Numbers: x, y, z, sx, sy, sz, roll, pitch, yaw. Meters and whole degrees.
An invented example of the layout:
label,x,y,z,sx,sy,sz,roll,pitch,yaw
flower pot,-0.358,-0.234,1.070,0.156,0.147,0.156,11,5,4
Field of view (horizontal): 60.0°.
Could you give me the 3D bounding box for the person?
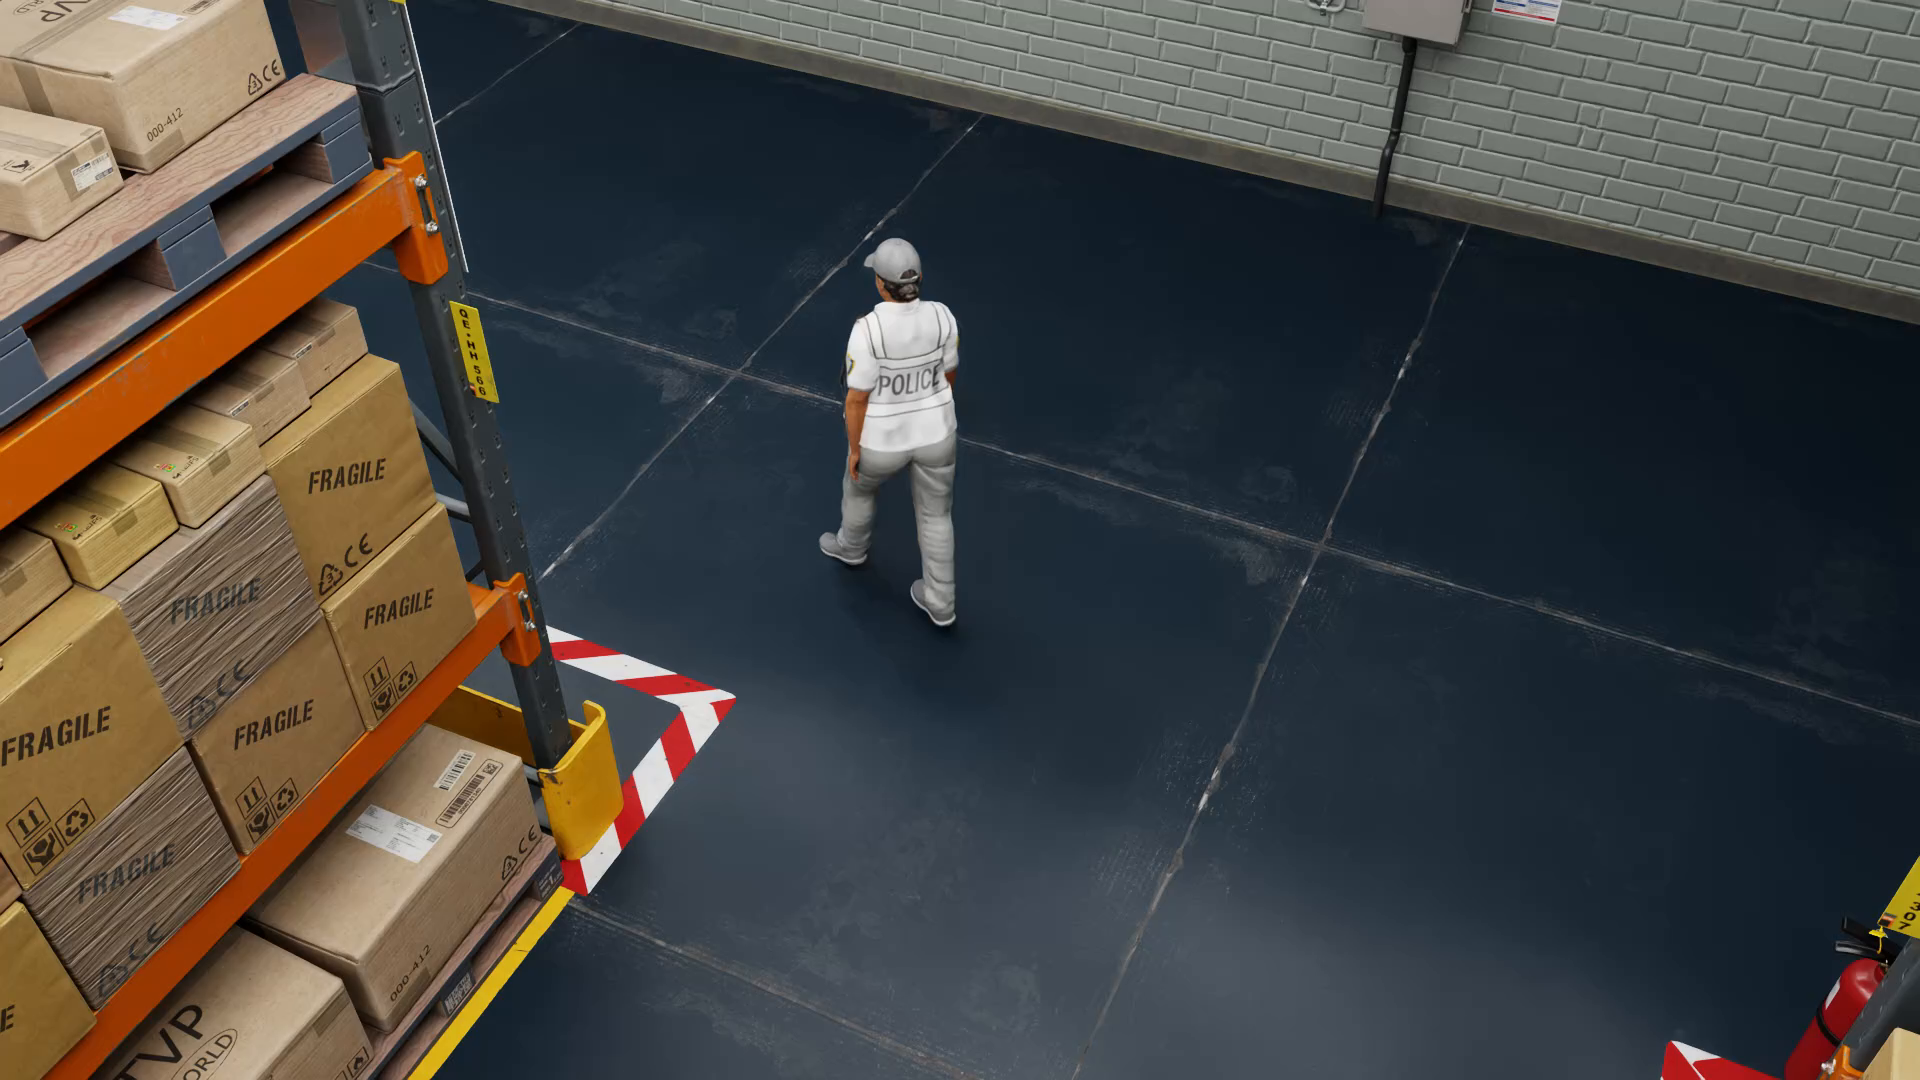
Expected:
label,x,y,z,sx,sy,sz,roll,pitch,yaw
person,-0.263,-0.427,6.652,0.547,1.669,0.768,-13,44,-14
